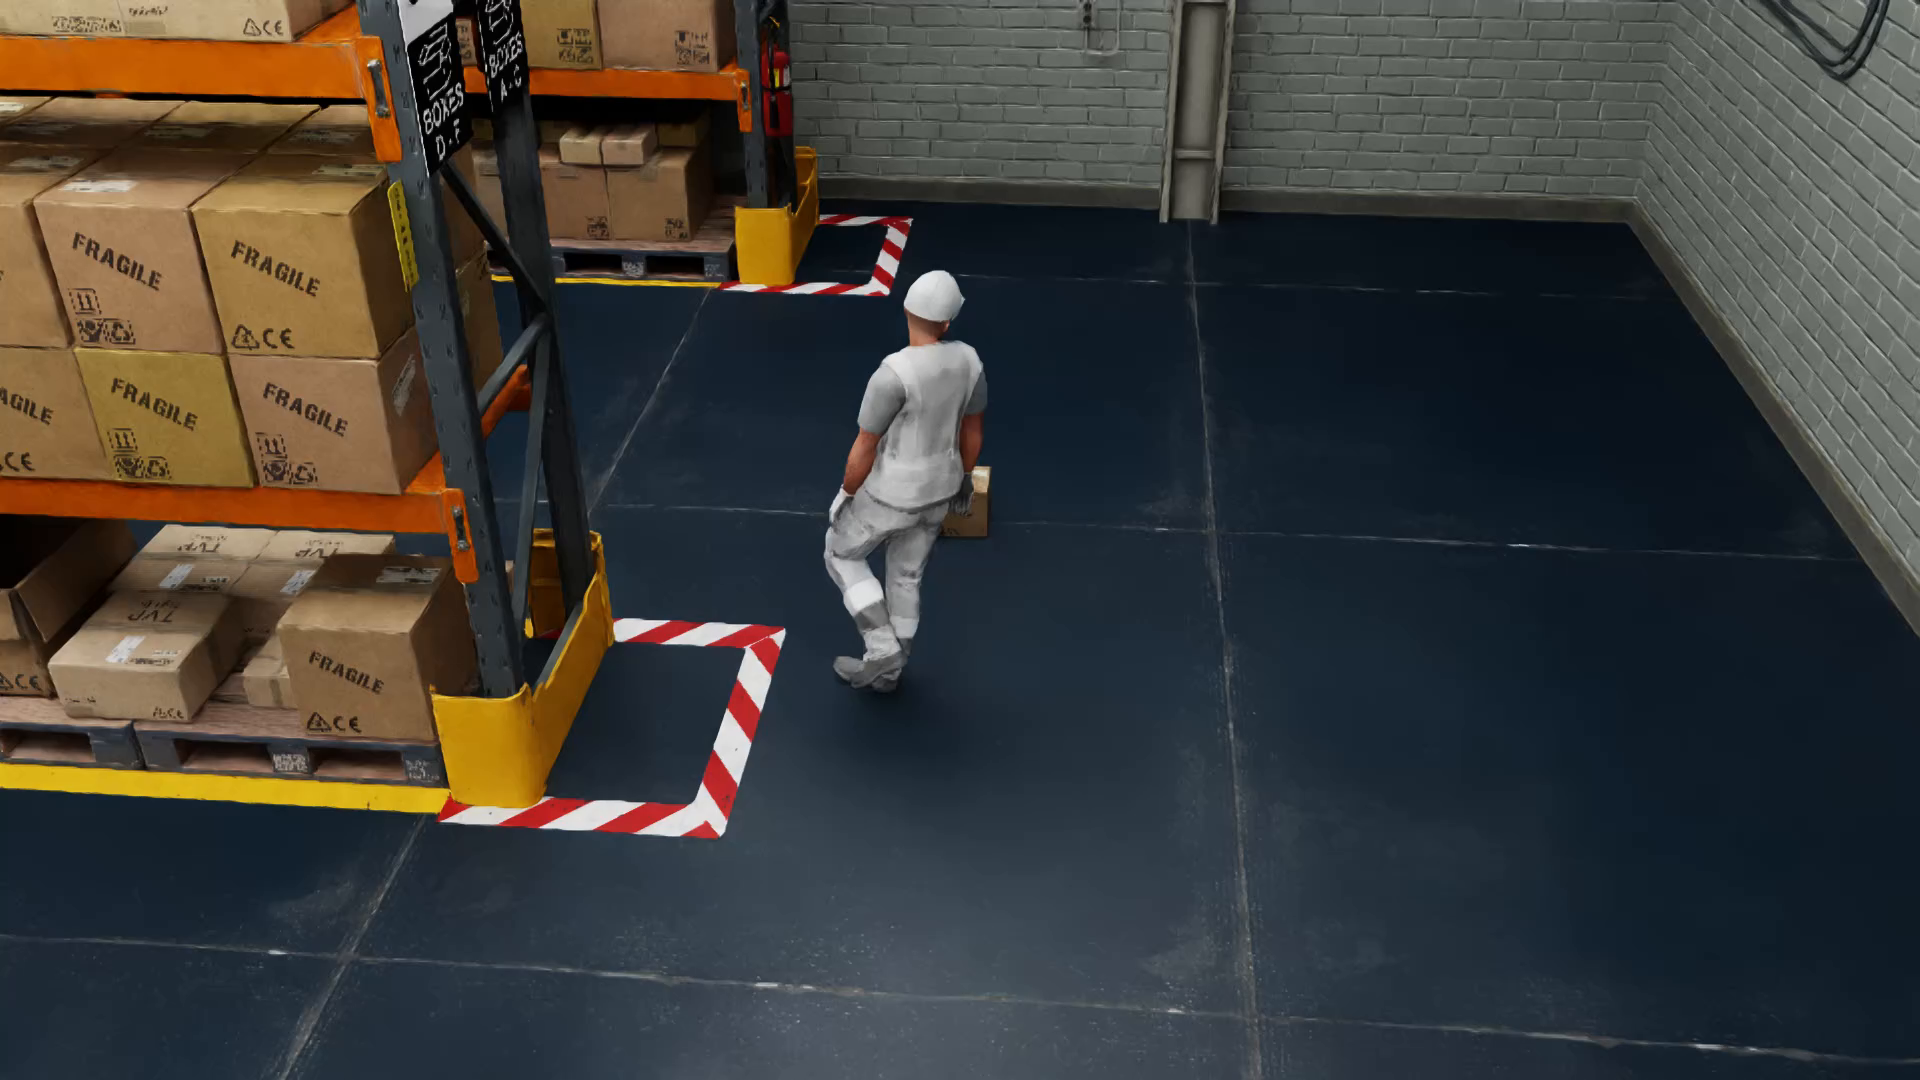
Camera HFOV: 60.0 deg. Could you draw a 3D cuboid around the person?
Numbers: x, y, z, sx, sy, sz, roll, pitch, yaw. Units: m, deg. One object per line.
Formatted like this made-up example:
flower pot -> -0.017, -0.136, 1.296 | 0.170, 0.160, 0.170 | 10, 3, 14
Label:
person -> -0.229, -0.195, 6.443 | 0.655, 1.770, 0.495 | -27, 40, -36
